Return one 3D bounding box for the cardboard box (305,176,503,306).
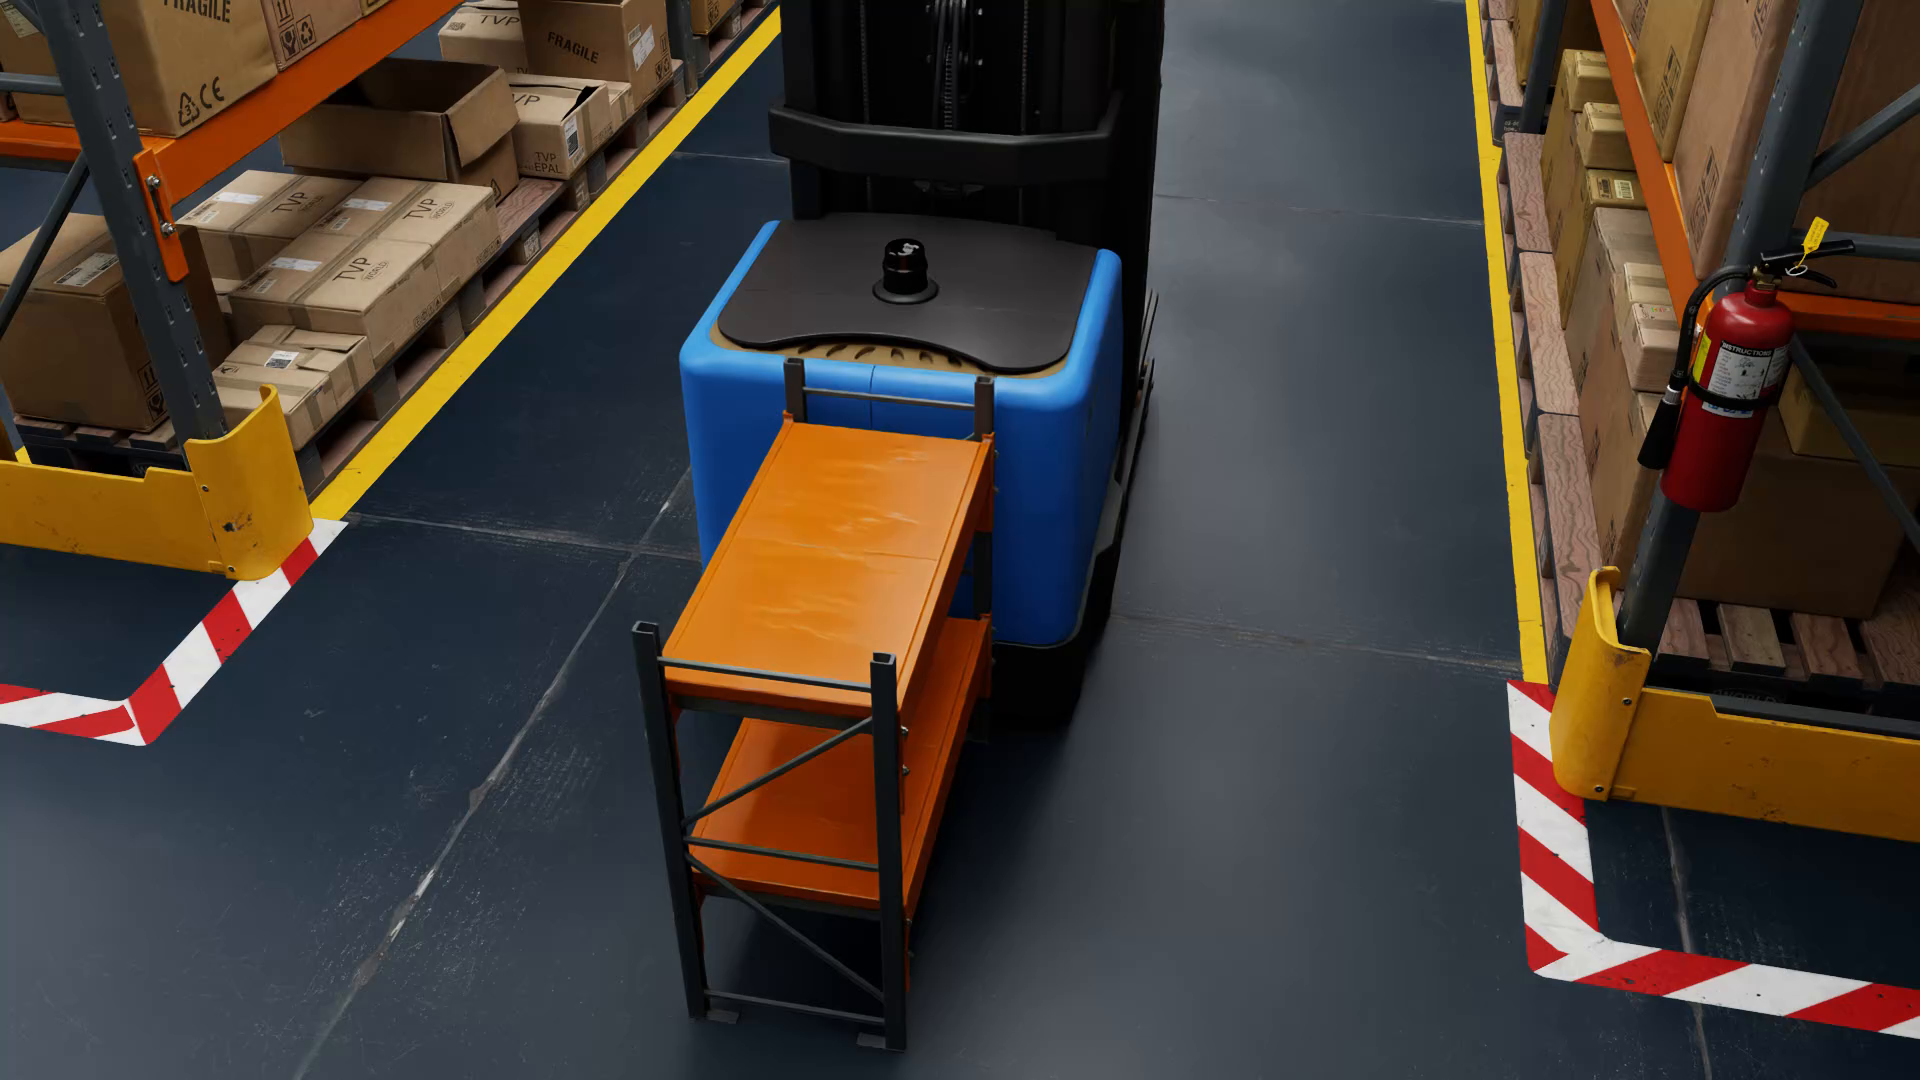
[{"bbox_3d":[-2.065,-1.124,6.213,0.500,0.250,0.500,7,37,10],"label":"cardboard box"}]

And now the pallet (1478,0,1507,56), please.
[{"bbox_3d":[3.372,-2.908,9.083,1.003,0.211,1.213,7,37,10],"label":"pallet"}]

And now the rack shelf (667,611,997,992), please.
[{"bbox_3d":[-0.266,0.550,3.949,0.538,0.278,1.000,7,36,9],"label":"rack shelf"}]

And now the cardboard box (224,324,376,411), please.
[{"bbox_3d":[-2.193,-0.581,5.535,0.380,0.166,0.250,7,37,10],"label":"cardboard box"}]

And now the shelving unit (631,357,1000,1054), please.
[{"bbox_3d":[-0.266,0.352,3.806,0.538,1.125,1.048,7,36,9],"label":"shelving unit"}]

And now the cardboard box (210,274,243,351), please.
[{"bbox_3d":[-2.622,-0.804,5.843,0.380,0.166,0.250,7,37,10],"label":"cardboard box"}]

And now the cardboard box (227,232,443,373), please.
[{"bbox_3d":[-2.172,-0.837,5.817,0.500,0.250,0.500,7,37,10],"label":"cardboard box"}]

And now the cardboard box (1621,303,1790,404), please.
[{"bbox_3d":[2.070,-0.522,4.633,0.380,0.149,0.250,7,37,9],"label":"cardboard box"}]

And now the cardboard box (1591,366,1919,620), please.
[{"bbox_3d":[2.220,-0.163,4.691,0.700,0.500,0.500,7,37,10],"label":"cardboard box"}]

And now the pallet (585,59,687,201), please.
[{"bbox_3d":[-1.965,-1.980,7.802,1.003,0.211,1.213,7,37,10],"label":"pallet"}]

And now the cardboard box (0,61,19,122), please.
[{"bbox_3d":[-2.842,-1.541,4.735,0.500,0.500,0.500,8,37,11],"label":"cardboard box"}]

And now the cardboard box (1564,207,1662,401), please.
[{"bbox_3d":[2.434,-0.738,5.484,0.700,0.500,0.500,6,36,8],"label":"cardboard box"}]

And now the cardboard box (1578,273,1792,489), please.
[{"bbox_3d":[2.327,-0.450,5.086,0.700,0.500,0.500,7,37,10],"label":"cardboard box"}]

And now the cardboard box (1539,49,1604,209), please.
[{"bbox_3d":[2.763,-1.626,6.710,0.700,0.500,0.500,8,37,11],"label":"cardboard box"}]

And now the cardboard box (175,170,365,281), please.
[{"bbox_3d":[-2.564,-1.158,6.260,0.500,0.250,0.500,7,37,10],"label":"cardboard box"}]

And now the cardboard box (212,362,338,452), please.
[{"bbox_3d":[-2.247,-0.431,5.342,0.380,0.149,0.250,7,37,10],"label":"cardboard box"}]

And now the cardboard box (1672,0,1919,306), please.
[{"bbox_3d":[2.267,-1.006,3.826,0.980,0.700,0.700,9,37,12],"label":"cardboard box"}]

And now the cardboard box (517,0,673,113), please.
[{"bbox_3d":[-1.662,-2.307,7.632,0.500,0.500,0.500,7,37,10],"label":"cardboard box"}]

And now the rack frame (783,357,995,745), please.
[{"bbox_3d":[-0.168,0.059,4.210,0.500,1.125,0.032,7,36,9],"label":"rack frame"}]

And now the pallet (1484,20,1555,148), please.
[{"bbox_3d":[3.114,-2.207,8.115,1.003,0.211,1.213,7,37,10],"label":"pallet"}]

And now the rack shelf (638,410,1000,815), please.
[{"bbox_3d":[-0.266,0.115,3.634,0.538,0.278,1.000,7,36,9],"label":"rack shelf"}]

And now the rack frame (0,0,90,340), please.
[{"bbox_3d":[-2.669,-1.209,4.363,0.949,2.616,0.053,7,37,10],"label":"rack frame"}]

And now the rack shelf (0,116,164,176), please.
[{"bbox_3d":[-2.245,-2.144,6.099,0.919,0.124,3.809,7,37,10],"label":"rack shelf"}]

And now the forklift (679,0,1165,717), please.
[{"bbox_3d":[0.077,-1.573,4.923,1.130,2.935,3.031,7,36,9],"label":"forklift"}]

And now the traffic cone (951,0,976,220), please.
[{"bbox_3d":[0.022,-0.991,4.772,0.062,1.202,0.307,7,37,10],"label":"traffic cone"}]

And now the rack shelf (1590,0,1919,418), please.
[{"bbox_3d":[2.596,-1.446,5.303,1.077,0.370,4.000,7,37,10],"label":"rack shelf"}]

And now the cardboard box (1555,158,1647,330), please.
[{"bbox_3d":[2.540,-1.045,5.907,0.700,0.500,0.500,8,37,11],"label":"cardboard box"}]

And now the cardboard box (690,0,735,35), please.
[{"bbox_3d":[-1.476,-2.916,8.472,0.500,0.500,0.500,6,36,8],"label":"cardboard box"}]

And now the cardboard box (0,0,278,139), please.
[{"bbox_3d":[-2.319,-1.472,4.639,0.500,0.500,0.500,8,37,11],"label":"cardboard box"}]

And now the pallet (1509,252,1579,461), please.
[{"bbox_3d":[2.525,-0.627,5.936,1.003,0.211,1.213,7,37,10],"label":"pallet"}]

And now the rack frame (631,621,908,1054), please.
[{"bbox_3d":[-0.365,0.645,3.402,0.500,1.125,0.032,7,36,9],"label":"rack frame"}]

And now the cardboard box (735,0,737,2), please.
[{"bbox_3d":[-1.373,-3.223,8.896,0.500,0.500,0.500,8,37,11],"label":"cardboard box"}]

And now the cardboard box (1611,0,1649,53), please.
[{"bbox_3d":[2.584,-1.861,5.005,0.980,0.700,0.700,6,36,8],"label":"cardboard box"}]

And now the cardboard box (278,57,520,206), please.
[{"bbox_3d":[-2.214,-1.593,6.644,0.797,0.503,0.637,7,37,10],"label":"cardboard box"}]

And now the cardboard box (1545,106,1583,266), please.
[{"bbox_3d":[2.652,-1.339,6.313,0.700,0.500,0.500,7,37,9],"label":"cardboard box"}]

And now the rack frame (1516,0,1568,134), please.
[{"bbox_3d":[3.023,-2.884,6.673,1.000,3.000,0.127,7,37,10],"label":"rack frame"}]

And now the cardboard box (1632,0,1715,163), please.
[{"bbox_3d":[2.412,-1.425,4.404,0.980,0.700,0.700,7,37,10],"label":"cardboard box"}]

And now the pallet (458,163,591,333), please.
[{"bbox_3d":[-2.224,-1.279,6.835,1.003,0.211,1.213,7,37,10],"label":"pallet"}]

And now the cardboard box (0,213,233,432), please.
[{"bbox_3d":[-2.796,-0.718,5.440,0.500,0.500,0.500,7,37,10],"label":"cardboard box"}]
